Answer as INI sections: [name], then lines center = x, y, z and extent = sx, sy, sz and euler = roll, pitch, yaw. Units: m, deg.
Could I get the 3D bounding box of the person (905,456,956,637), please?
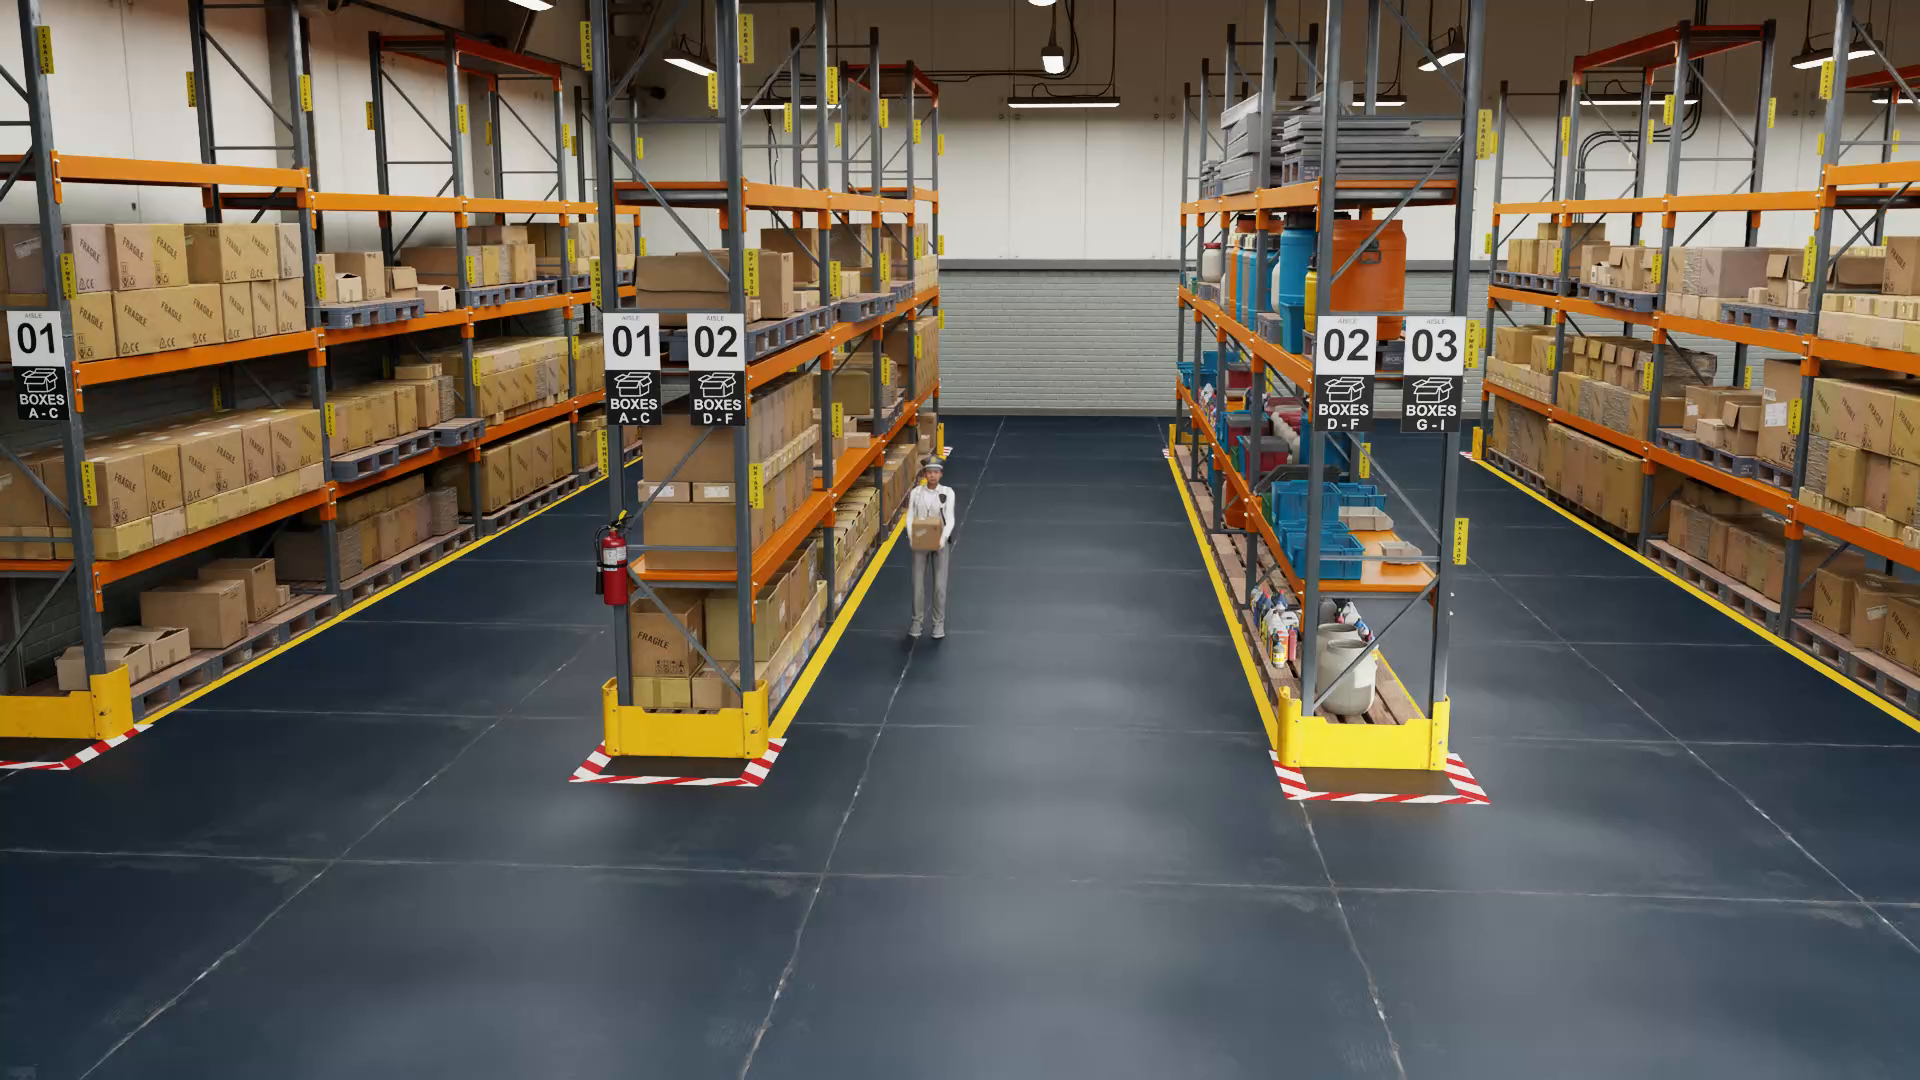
[person]
center = -0.278, 0.062, 15.522
extent = 0.474, 1.691, 0.540
euler = 1, 11, 5
